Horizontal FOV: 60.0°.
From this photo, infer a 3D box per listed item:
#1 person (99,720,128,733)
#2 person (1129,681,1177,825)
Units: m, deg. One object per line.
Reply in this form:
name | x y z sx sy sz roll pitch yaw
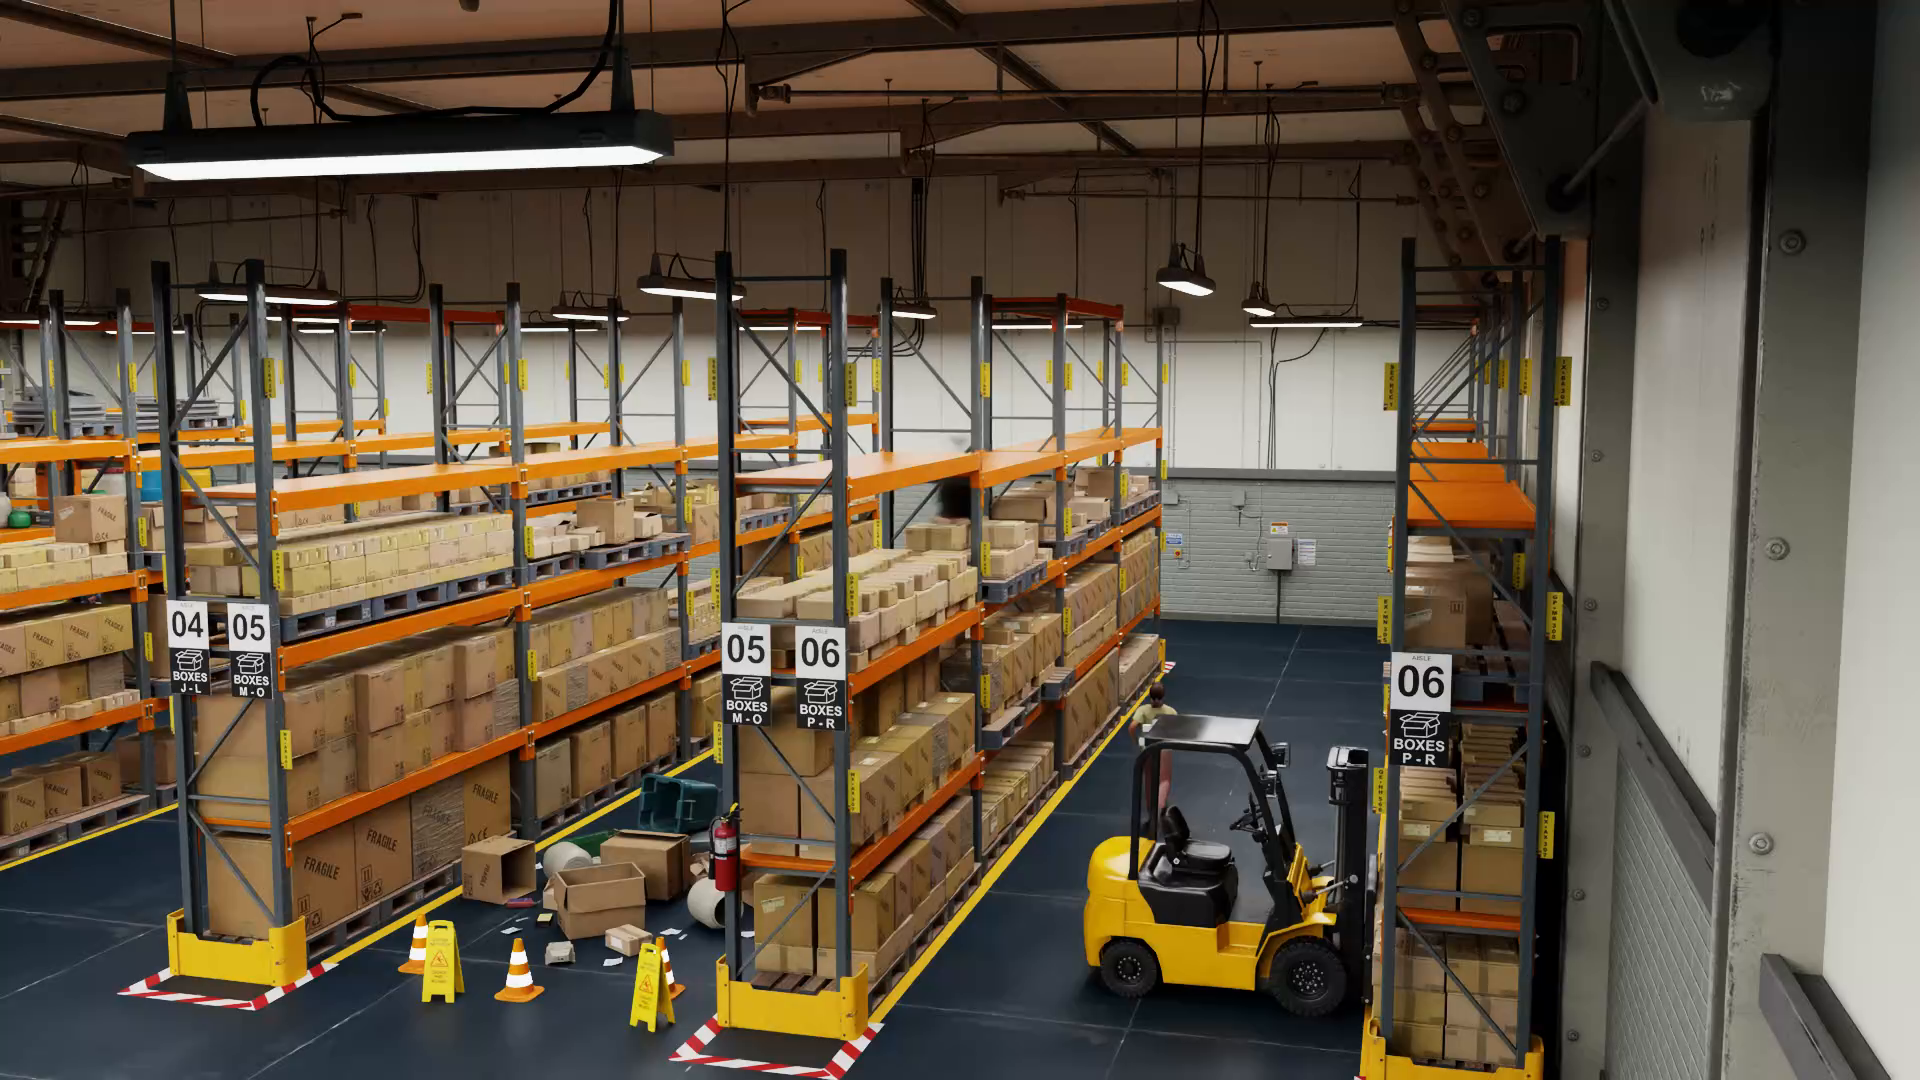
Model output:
person | -12.118 1.907 23.432 0.572 1.615 0.754 -2 6 -15
person | 2.186 2.381 18.549 0.576 1.640 0.903 1 6 12
